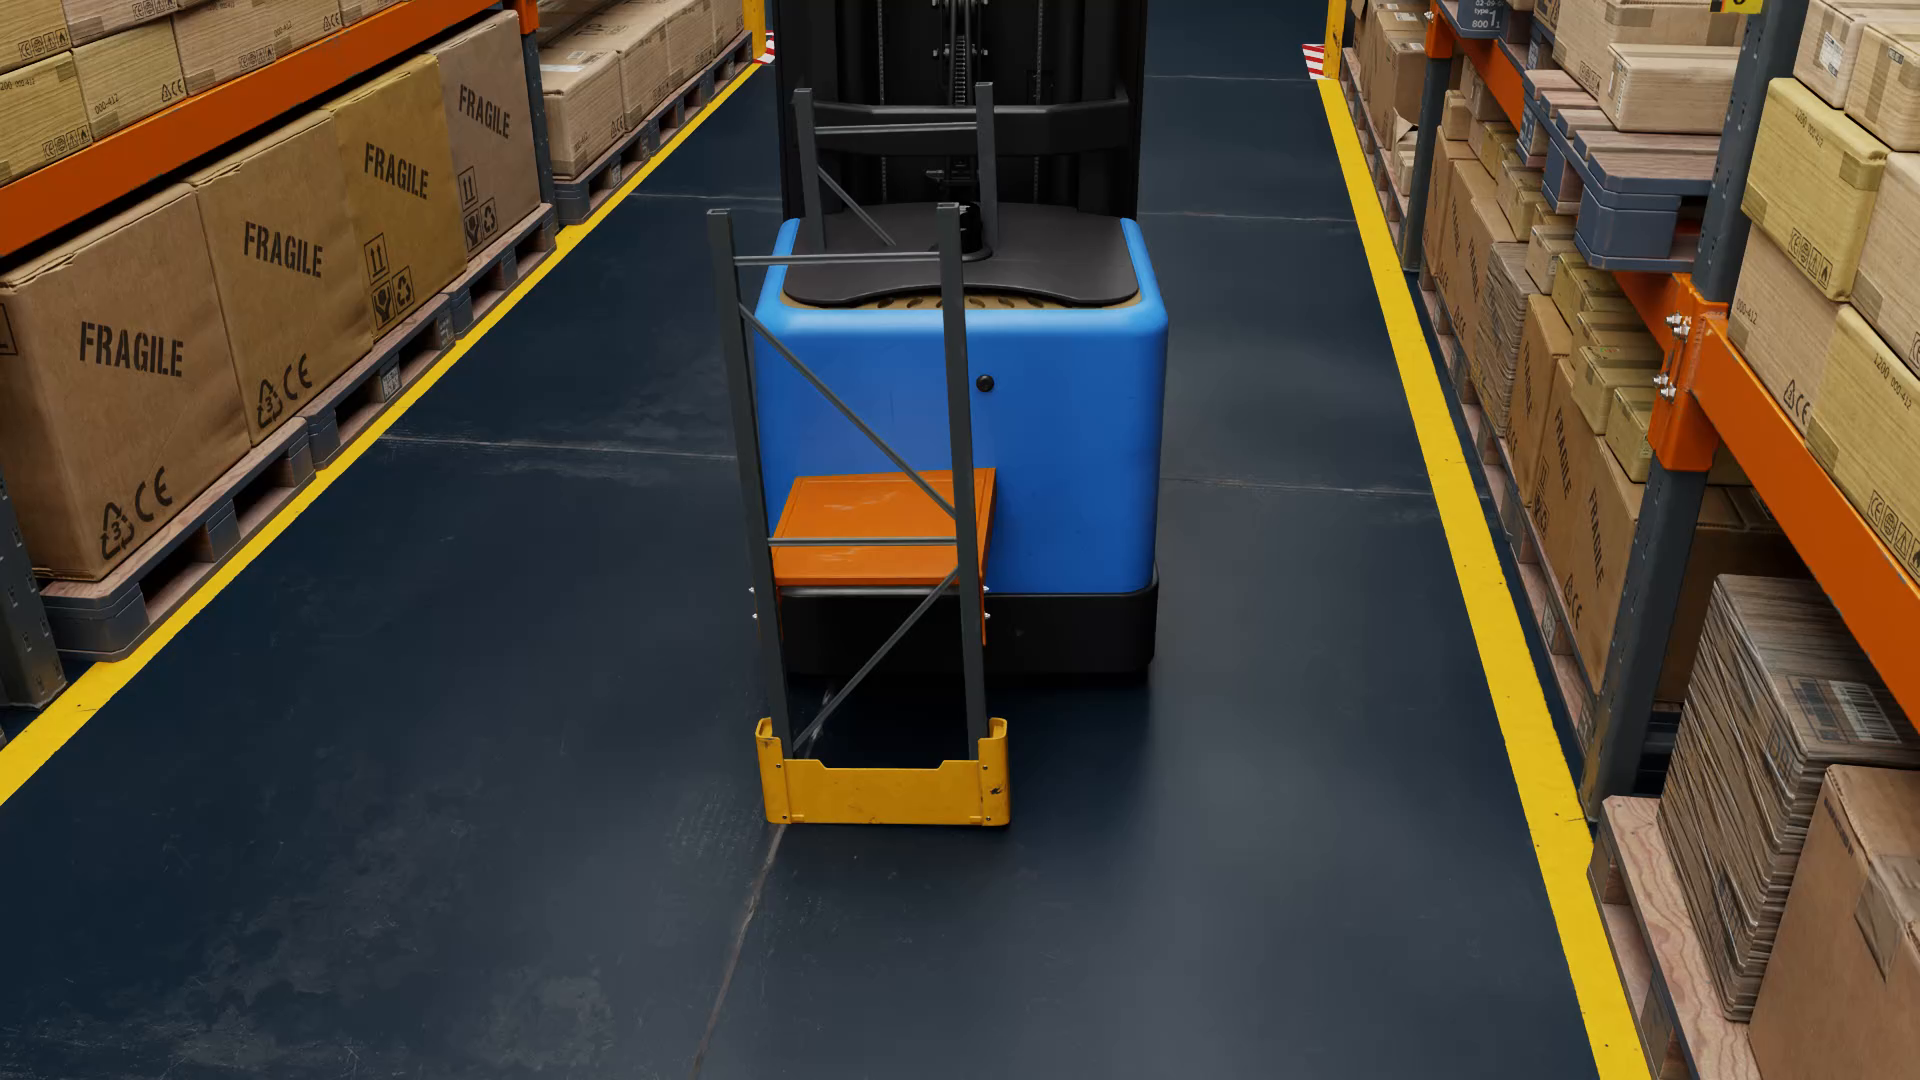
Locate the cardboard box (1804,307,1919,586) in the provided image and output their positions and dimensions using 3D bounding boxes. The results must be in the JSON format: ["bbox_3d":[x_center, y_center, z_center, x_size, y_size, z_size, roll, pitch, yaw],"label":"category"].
[{"bbox_3d":[1.642,-0.139,2.504,0.500,0.250,0.500,3,28,5],"label":"cardboard box"}]

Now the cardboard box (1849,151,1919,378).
[{"bbox_3d":[1.646,-0.360,2.387,0.500,0.250,0.500,4,29,8],"label":"cardboard box"}]

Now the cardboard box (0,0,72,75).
[{"bbox_3d":[-2.614,-1.301,4.134,0.500,0.250,0.500,3,28,6],"label":"cardboard box"}]

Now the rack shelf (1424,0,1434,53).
[{"bbox_3d":[2.741,-3.144,8.682,1.077,0.370,4.000,3,28,6],"label":"rack shelf"}]

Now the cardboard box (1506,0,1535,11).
[{"bbox_3d":[2.055,-1.920,5.103,0.700,0.500,0.500,3,28,6],"label":"cardboard box"}]

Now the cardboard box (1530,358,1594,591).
[{"bbox_3d":[1.916,-0.167,4.591,0.500,0.500,0.500,3,28,5],"label":"cardboard box"}]

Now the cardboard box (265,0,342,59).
[{"bbox_3d":[-2.439,-1.795,5.577,0.500,0.250,0.500,3,28,6],"label":"cardboard box"}]

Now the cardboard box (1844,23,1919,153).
[{"bbox_3d":[1.643,-0.707,2.611,0.380,0.149,0.250,4,29,7],"label":"cardboard box"}]

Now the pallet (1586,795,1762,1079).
[{"bbox_3d":[1.866,0.977,3.215,1.003,0.211,1.213,3,28,6],"label":"pallet"}]

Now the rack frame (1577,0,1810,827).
[{"bbox_3d":[2.006,-0.636,3.269,1.000,3.000,0.127,3,28,6],"label":"rack frame"}]

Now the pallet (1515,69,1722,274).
[{"bbox_3d":[2.019,-0.875,3.914,1.213,0.211,1.003,3,28,6],"label":"pallet"}]

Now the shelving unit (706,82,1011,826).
[{"bbox_3d":[-0.170,-0.238,4.082,0.587,1.500,1.083,0,28,6],"label":"shelving unit"}]

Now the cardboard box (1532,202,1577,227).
[{"bbox_3d":[2.086,-0.989,5.432,0.380,0.149,0.250,3,29,6],"label":"cardboard box"}]

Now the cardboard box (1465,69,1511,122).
[{"bbox_3d":[2.203,-1.742,6.515,0.380,0.149,0.250,2,28,4],"label":"cardboard box"}]

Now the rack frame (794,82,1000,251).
[{"bbox_3d":[-0.129,-0.475,4.519,0.500,1.500,0.032,0,28,6],"label":"rack frame"}]

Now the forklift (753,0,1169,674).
[{"bbox_3d":[-0.002,-1.588,5.108,1.130,2.935,3.031,0,28,0],"label":"forklift"}]

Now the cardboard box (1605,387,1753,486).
[{"bbox_3d":[1.815,-0.254,4.067,0.380,0.149,0.250,2,28,4],"label":"cardboard box"}]

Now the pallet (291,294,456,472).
[{"bbox_3d":[-2.598,-0.635,6.206,1.003,0.211,1.213,3,28,6],"label":"pallet"}]

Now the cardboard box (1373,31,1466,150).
[{"bbox_3d":[2.546,-2.315,8.578,0.700,0.500,0.500,2,28,4],"label":"cardboard box"}]

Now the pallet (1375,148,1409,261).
[{"bbox_3d":[2.581,-1.615,8.025,1.003,0.211,1.213,3,28,6],"label":"pallet"}]

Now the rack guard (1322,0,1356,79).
[{"bbox_3d":[2.977,-3.266,10.785,1.175,0.500,0.348,3,28,6],"label":"rack guard"}]

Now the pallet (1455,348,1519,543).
[{"bbox_3d":[2.287,-0.331,5.641,1.003,0.211,1.213,3,28,6],"label":"pallet"}]

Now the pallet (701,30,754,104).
[{"bbox_3d":[-1.961,-3.080,10.745,1.003,0.211,1.213,3,28,6],"label":"pallet"}]

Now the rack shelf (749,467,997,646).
[{"bbox_3d":[-0.161,-0.076,4.159,0.538,0.185,1.000,0,28,6],"label":"rack shelf"}]

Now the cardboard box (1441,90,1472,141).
[{"bbox_3d":[2.188,-1.736,6.818,0.380,0.149,0.250,5,29,9],"label":"cardboard box"}]

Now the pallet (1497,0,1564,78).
[{"bbox_3d":[2.239,-1.468,5.014,1.003,0.211,1.213,3,28,6],"label":"pallet"}]

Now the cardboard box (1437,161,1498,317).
[{"bbox_3d":[2.158,-1.138,6.392,0.500,0.500,0.500,3,28,6],"label":"cardboard box"}]

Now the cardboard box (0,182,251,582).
[{"bbox_3d":[-2.754,-0.493,4.800,0.875,0.875,0.875,3,28,6],"label":"cardboard box"}]

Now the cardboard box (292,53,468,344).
[{"bbox_3d":[-2.530,-1.333,6.360,0.875,0.875,0.875,4,29,8],"label":"cardboard box"}]

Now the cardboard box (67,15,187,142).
[{"bbox_3d":[-2.566,-1.315,4.687,0.500,0.250,0.500,3,28,5],"label":"cardboard box"}]

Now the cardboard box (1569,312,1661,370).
[{"bbox_3d":[1.894,-0.505,4.534,0.380,0.149,0.250,2,28,5],"label":"cardboard box"}]

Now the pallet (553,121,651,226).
[{"bbox_3d":[-2.260,-1.932,8.613,1.003,0.211,1.213,3,28,6],"label":"pallet"}]

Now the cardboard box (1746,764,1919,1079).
[{"bbox_3d":[1.843,0.825,2.617,0.875,0.625,0.625,4,29,8],"label":"cardboard box"}]

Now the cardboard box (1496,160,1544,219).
[{"bbox_3d":[2.123,-1.234,5.887,0.380,0.149,0.250,3,28,6],"label":"cardboard box"}]

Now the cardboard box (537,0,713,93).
[{"bbox_3d":[-2.026,-2.998,9.911,0.875,0.438,0.875,4,29,8],"label":"cardboard box"}]

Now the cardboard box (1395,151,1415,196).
[{"bbox_3d":[2.273,-1.728,7.858,0.380,0.149,0.250,3,28,5],"label":"cardboard box"}]

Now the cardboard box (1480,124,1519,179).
[{"bbox_3d":[2.210,-1.479,6.342,0.380,0.149,0.250,2,28,4],"label":"cardboard box"}]

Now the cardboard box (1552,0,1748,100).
[{"bbox_3d":[1.814,-1.271,4.161,0.500,0.250,0.500,2,28,4],"label":"cardboard box"}]

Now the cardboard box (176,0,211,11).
[{"bbox_3d":[-2.476,-1.778,5.019,0.500,0.250,0.500,3,28,6],"label":"cardboard box"}]

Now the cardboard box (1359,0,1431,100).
[{"bbox_3d":[2.674,-2.804,9.485,0.700,0.500,0.500,4,29,8],"label":"cardboard box"}]

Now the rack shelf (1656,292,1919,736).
[{"bbox_3d":[1.761,0.622,1.692,1.077,0.370,4.000,3,28,6],"label":"rack shelf"}]

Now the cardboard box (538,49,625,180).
[{"bbox_3d":[-2.248,-2.152,8.341,0.875,0.438,0.875,3,28,5],"label":"cardboard box"}]

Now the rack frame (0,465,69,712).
[{"bbox_3d":[-2.921,-0.923,3.801,1.000,3.000,0.127,3,28,6],"label":"rack frame"}]

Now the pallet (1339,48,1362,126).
[{"bbox_3d":[2.880,-2.763,10.157,1.003,0.211,1.213,3,28,6],"label":"pallet"}]

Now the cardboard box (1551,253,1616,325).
[{"bbox_3d":[2.001,-0.744,4.978,0.380,0.149,0.250,3,28,5],"label":"cardboard box"}]

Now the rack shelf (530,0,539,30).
[{"bbox_3d":[-2.186,-3.431,9.214,1.077,0.370,4.000,3,28,6],"label":"rack shelf"}]

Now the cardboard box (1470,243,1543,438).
[{"bbox_3d":[2.022,-0.659,5.504,0.500,0.500,0.500,2,28,4],"label":"cardboard box"}]
